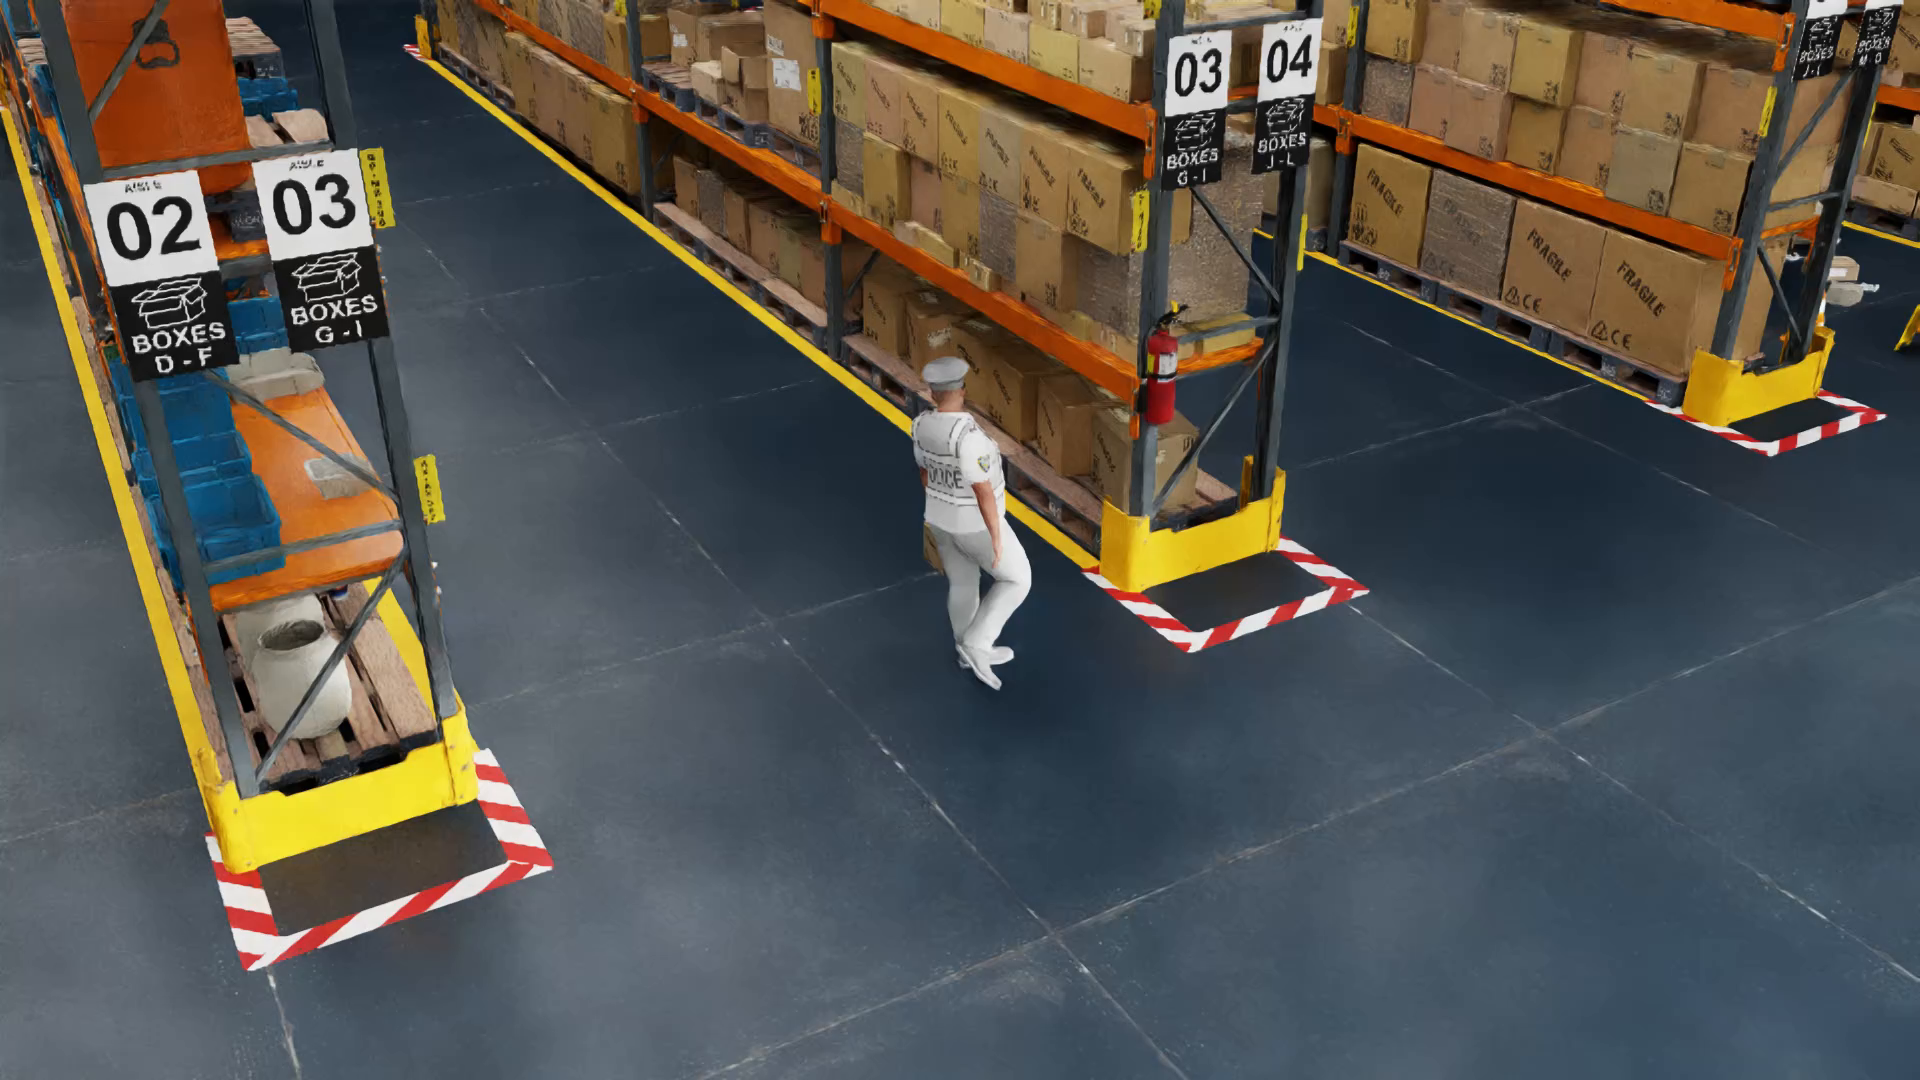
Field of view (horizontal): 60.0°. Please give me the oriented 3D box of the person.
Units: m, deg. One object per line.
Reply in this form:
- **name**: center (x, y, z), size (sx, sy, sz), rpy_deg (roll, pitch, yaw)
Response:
- **person**: center (0.058, -0.082, 8.702), size (0.476, 1.748, 0.690), rpy_deg (-24, 37, -37)
